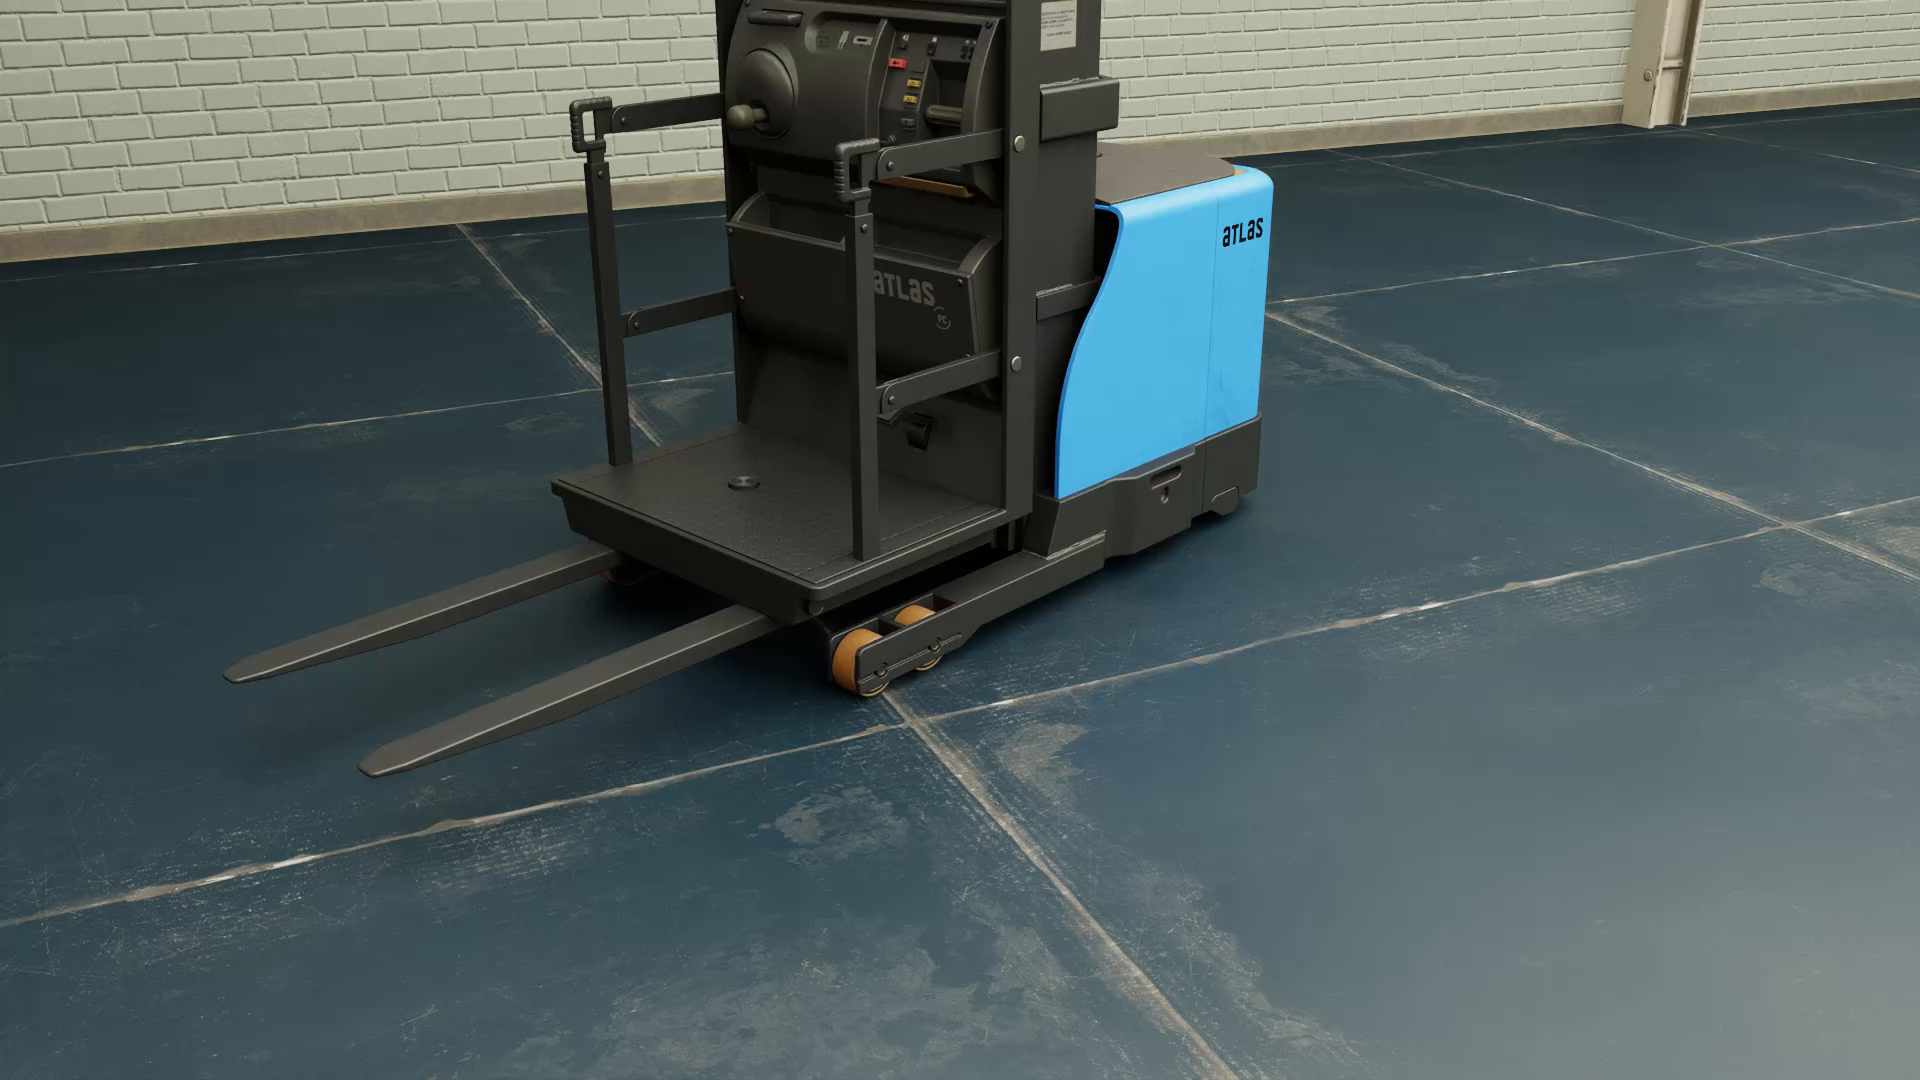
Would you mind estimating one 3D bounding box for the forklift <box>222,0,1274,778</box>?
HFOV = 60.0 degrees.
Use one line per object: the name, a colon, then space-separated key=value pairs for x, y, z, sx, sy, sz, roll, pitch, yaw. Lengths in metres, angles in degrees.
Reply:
forklift: x=-0.413 y=-1.182 z=4.131 sx=1.130 sy=2.935 sz=3.031 roll=19 pitch=29 yaw=39
